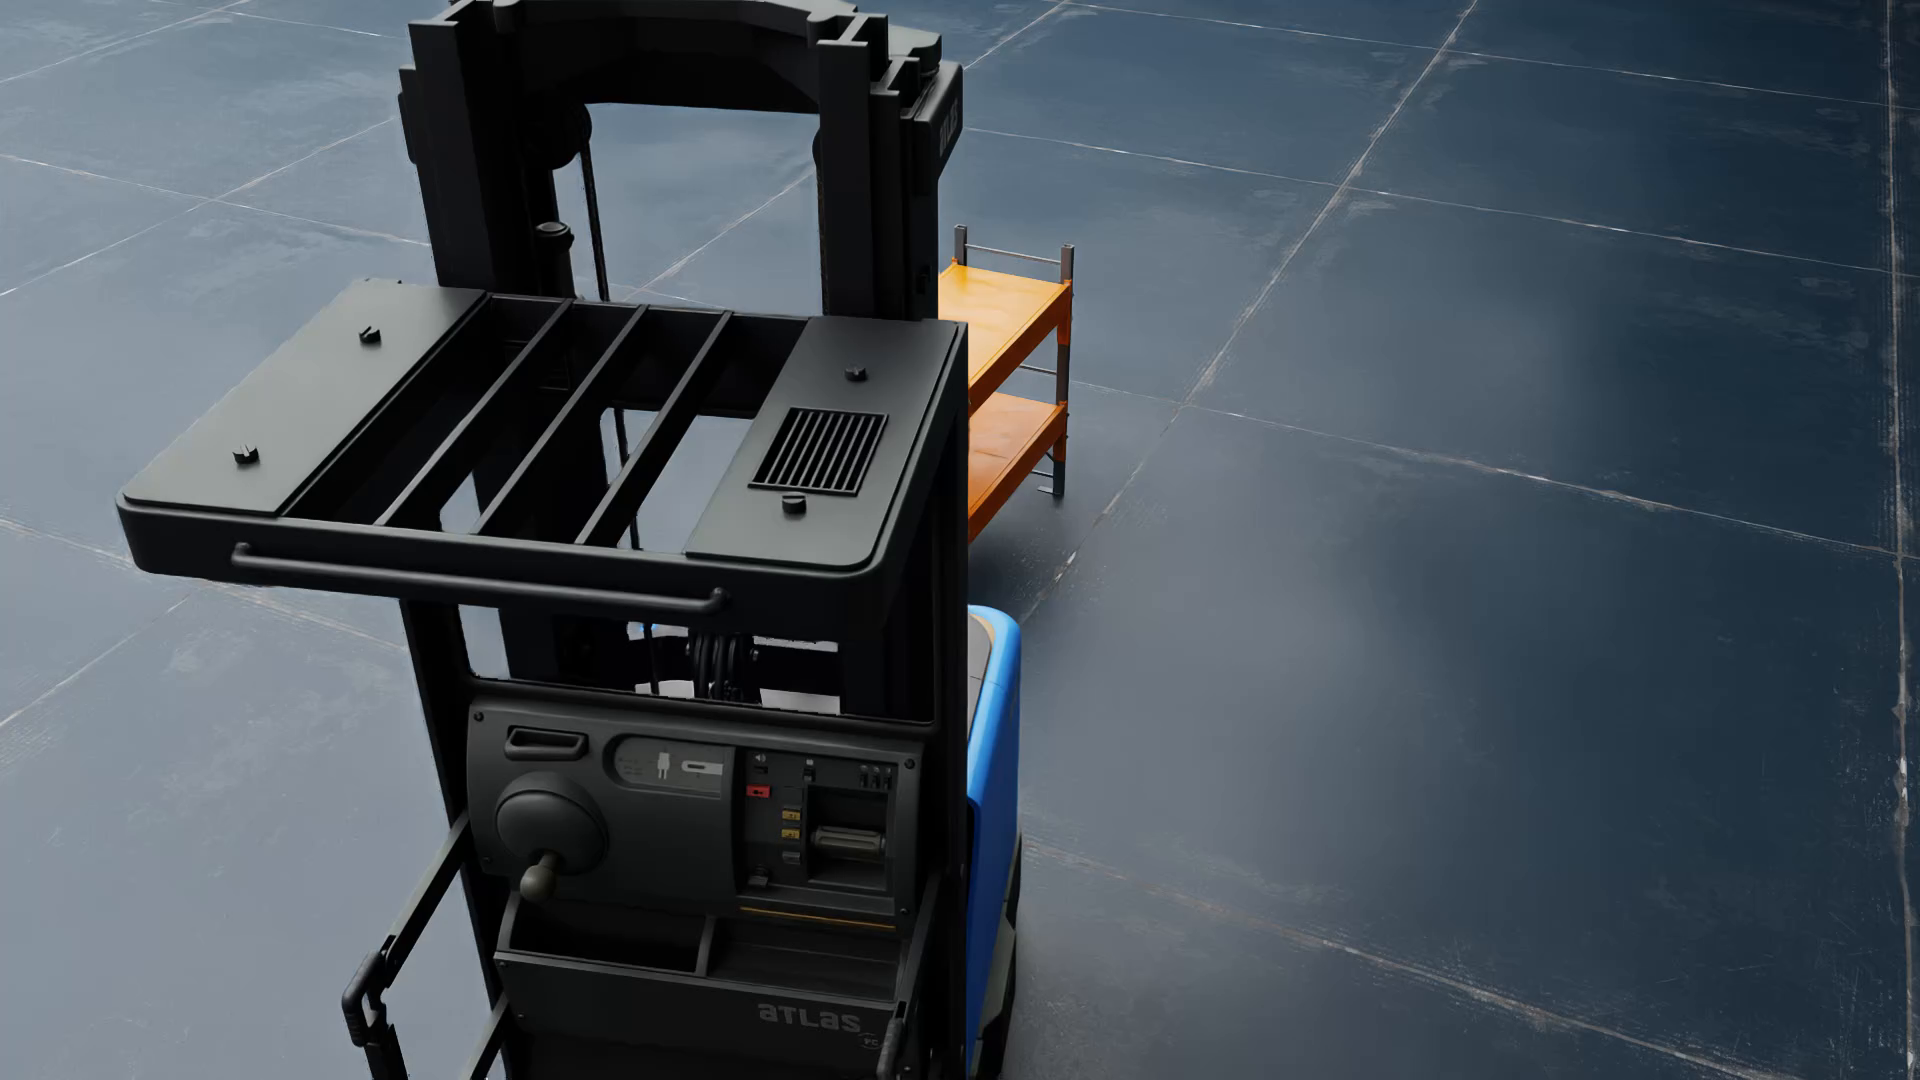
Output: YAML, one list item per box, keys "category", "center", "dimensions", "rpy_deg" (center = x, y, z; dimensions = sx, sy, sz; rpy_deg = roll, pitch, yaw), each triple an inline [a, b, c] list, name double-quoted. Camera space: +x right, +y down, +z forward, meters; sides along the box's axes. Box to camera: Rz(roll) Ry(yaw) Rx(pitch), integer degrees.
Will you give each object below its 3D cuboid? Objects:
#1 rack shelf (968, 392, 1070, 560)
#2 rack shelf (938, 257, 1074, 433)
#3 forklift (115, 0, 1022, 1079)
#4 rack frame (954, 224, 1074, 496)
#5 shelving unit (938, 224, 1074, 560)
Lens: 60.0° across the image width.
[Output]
- category: "rack shelf"
  center: [-0.003, -0.263, 6.570]
  dimensions: [0.538, 0.278, 1.000]
  rpy_deg: [14, 36, 20]
- category: "rack shelf"
  center: [-0.003, -0.712, 6.276]
  dimensions: [0.538, 0.278, 1.000]
  rpy_deg: [14, 36, 20]
- category: "forklift"
  center: [-0.569, 0.611, 3.146]
  dimensions: [1.130, 2.935, 3.031]
  rpy_deg: [5, 34, 8]
- category: "rack frame"
  center: [0.210, -0.720, 6.823]
  dimensions: [0.500, 1.125, 0.032]
  rpy_deg: [14, 36, 20]
- category: "shelving unit"
  center: [-0.003, -0.467, 6.436]
  dimensions: [0.538, 1.125, 1.048]
  rpy_deg: [14, 36, 20]
